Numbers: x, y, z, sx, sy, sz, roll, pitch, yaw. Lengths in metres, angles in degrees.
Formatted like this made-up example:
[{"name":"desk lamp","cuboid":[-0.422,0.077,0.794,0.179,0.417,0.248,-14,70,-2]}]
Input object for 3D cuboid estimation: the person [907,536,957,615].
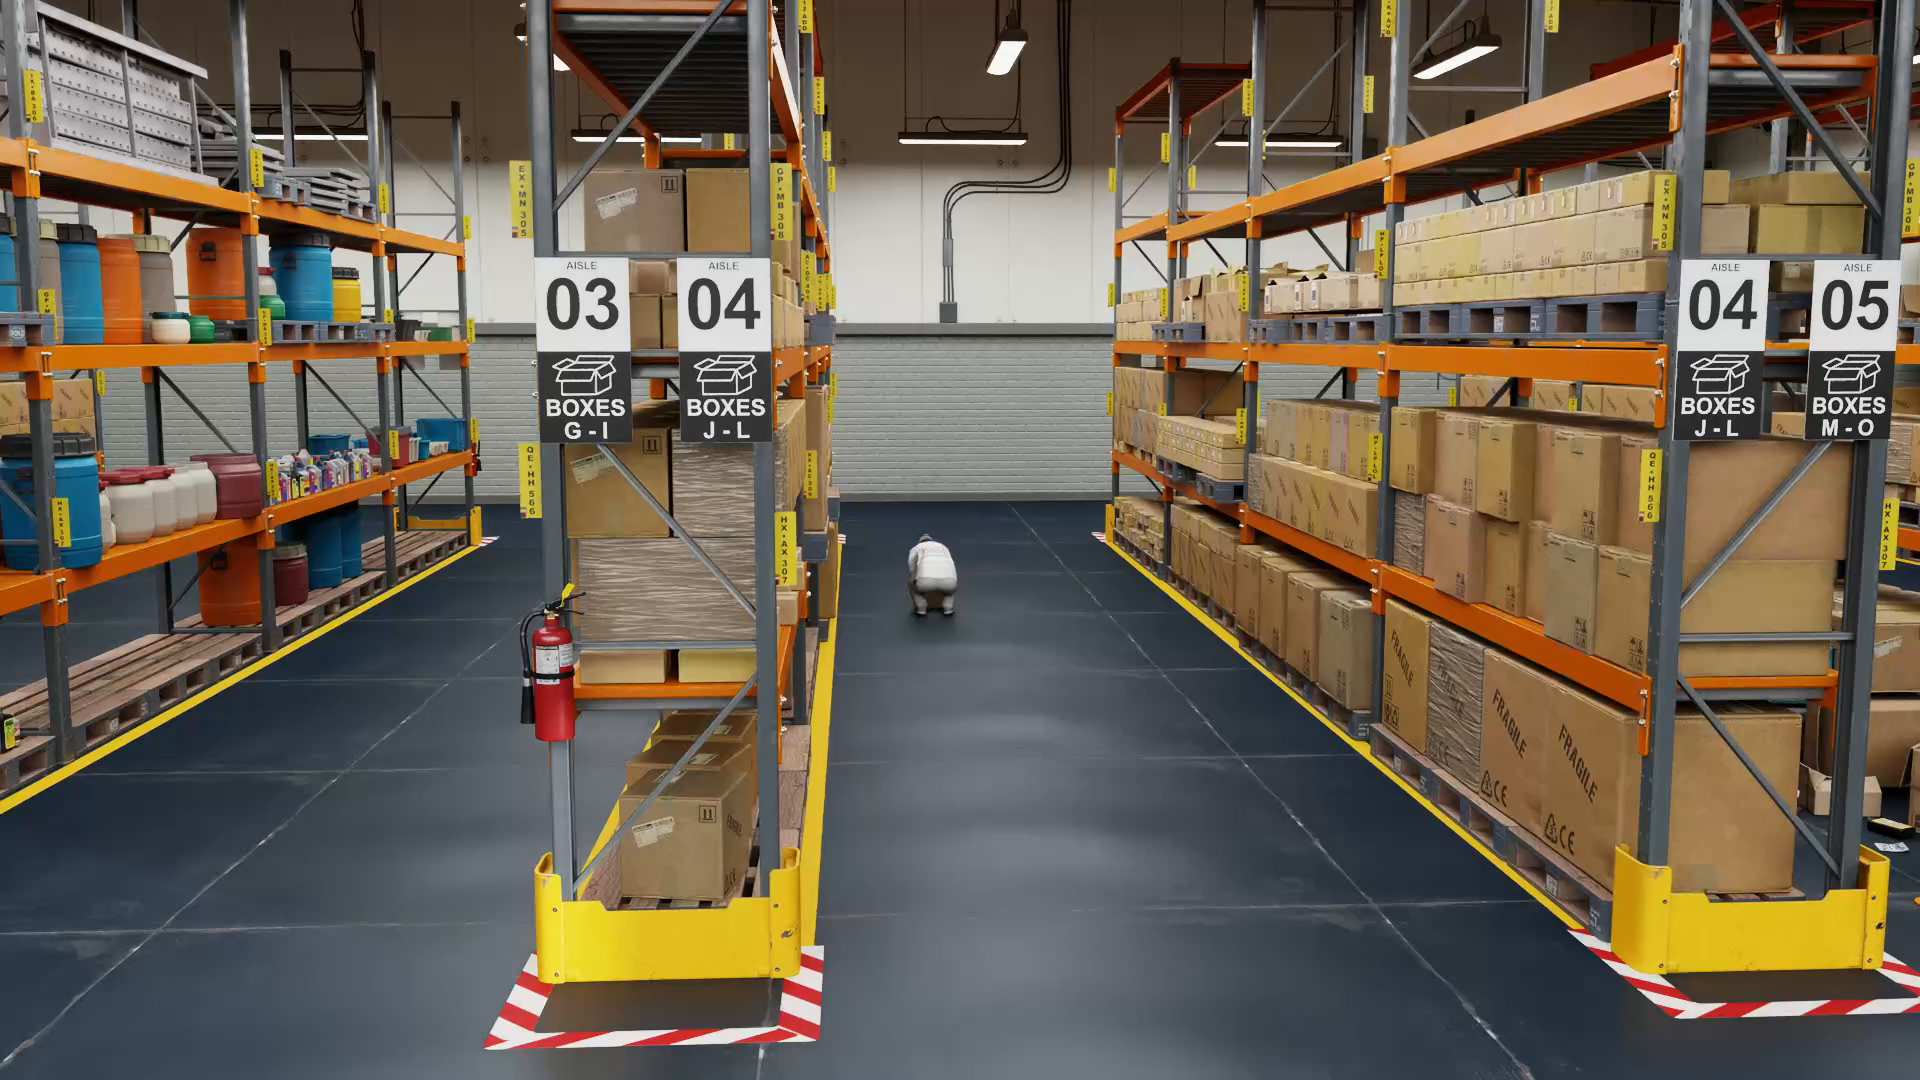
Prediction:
[{"name":"person","cuboid":[-0.288,0.399,17.423,0.531,0.805,0.890,0,7,-4]}]
